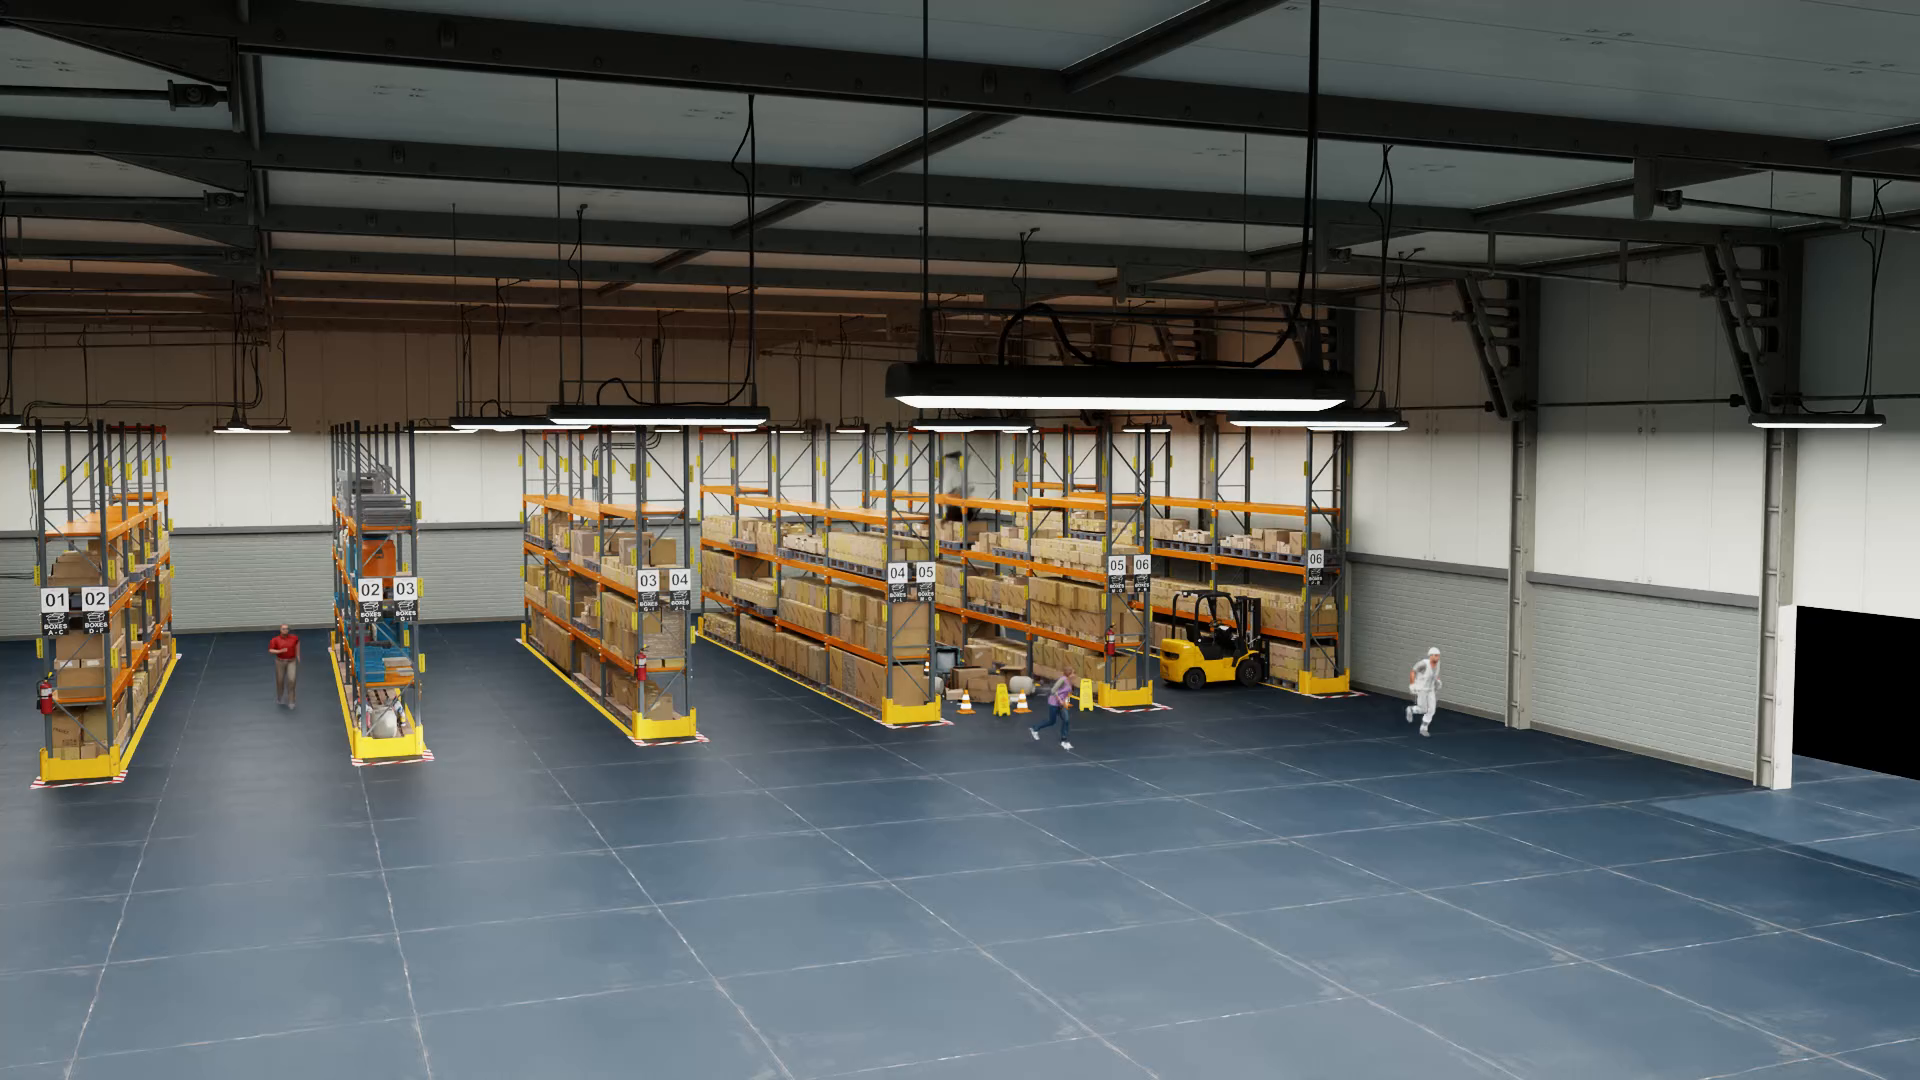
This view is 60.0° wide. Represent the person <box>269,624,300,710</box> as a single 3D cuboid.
[{"bbox_3d":[-14.280,2.649,35.174,0.641,1.768,0.915,-2,4,-30],"label":"person"}]

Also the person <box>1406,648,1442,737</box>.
[{"bbox_3d":[8.912,2.891,31.947,0.655,1.718,0.860,-2,4,-30],"label":"person"}]

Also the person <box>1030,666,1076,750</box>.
[{"bbox_3d":[1.723,3.118,30.616,0.866,1.442,0.562,2,4,25],"label":"person"}]

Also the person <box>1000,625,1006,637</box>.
[{"bbox_3d":[0.944,1.937,46.336,0.692,1.796,0.888,-2,4,-23],"label":"person"}]
